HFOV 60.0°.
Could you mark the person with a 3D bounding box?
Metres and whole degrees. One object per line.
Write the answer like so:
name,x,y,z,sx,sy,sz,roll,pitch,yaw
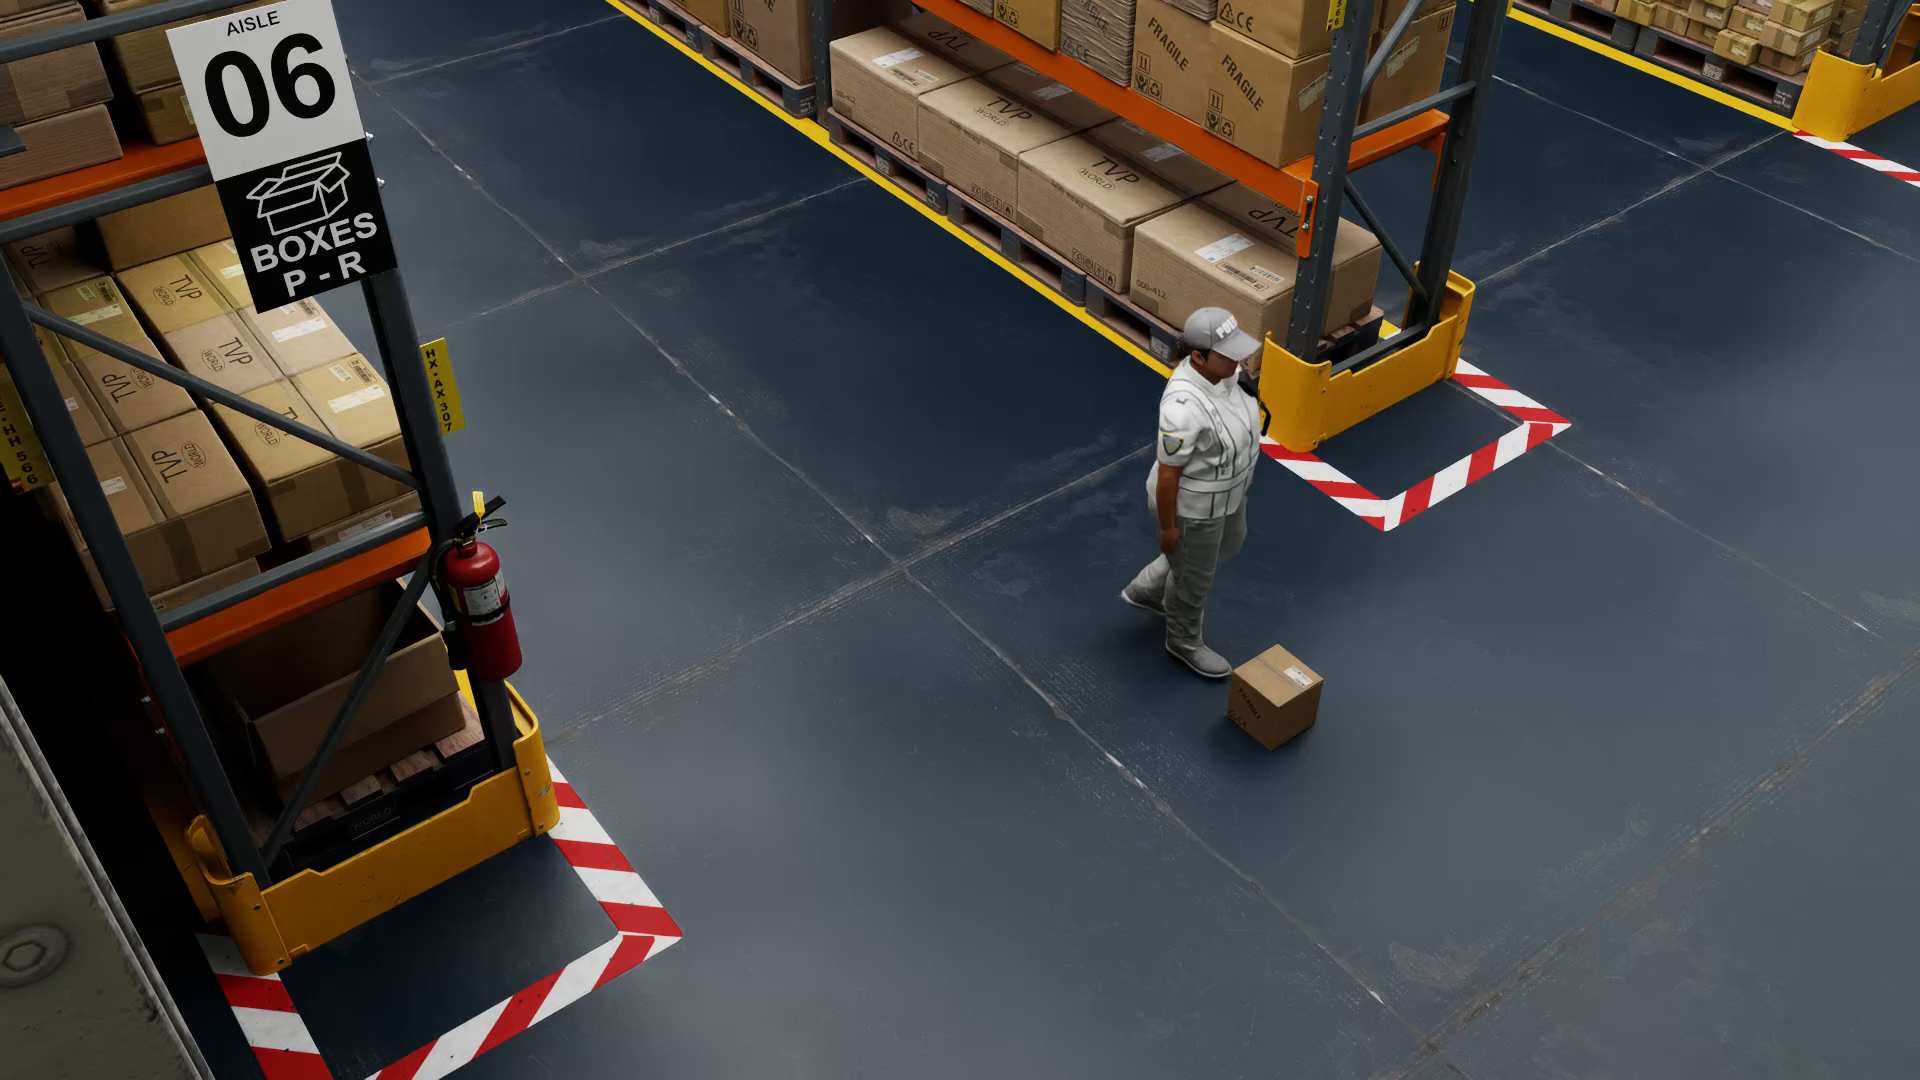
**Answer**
person,0.893,-0.192,6.360,0.524,1.666,0.541,19,44,20
